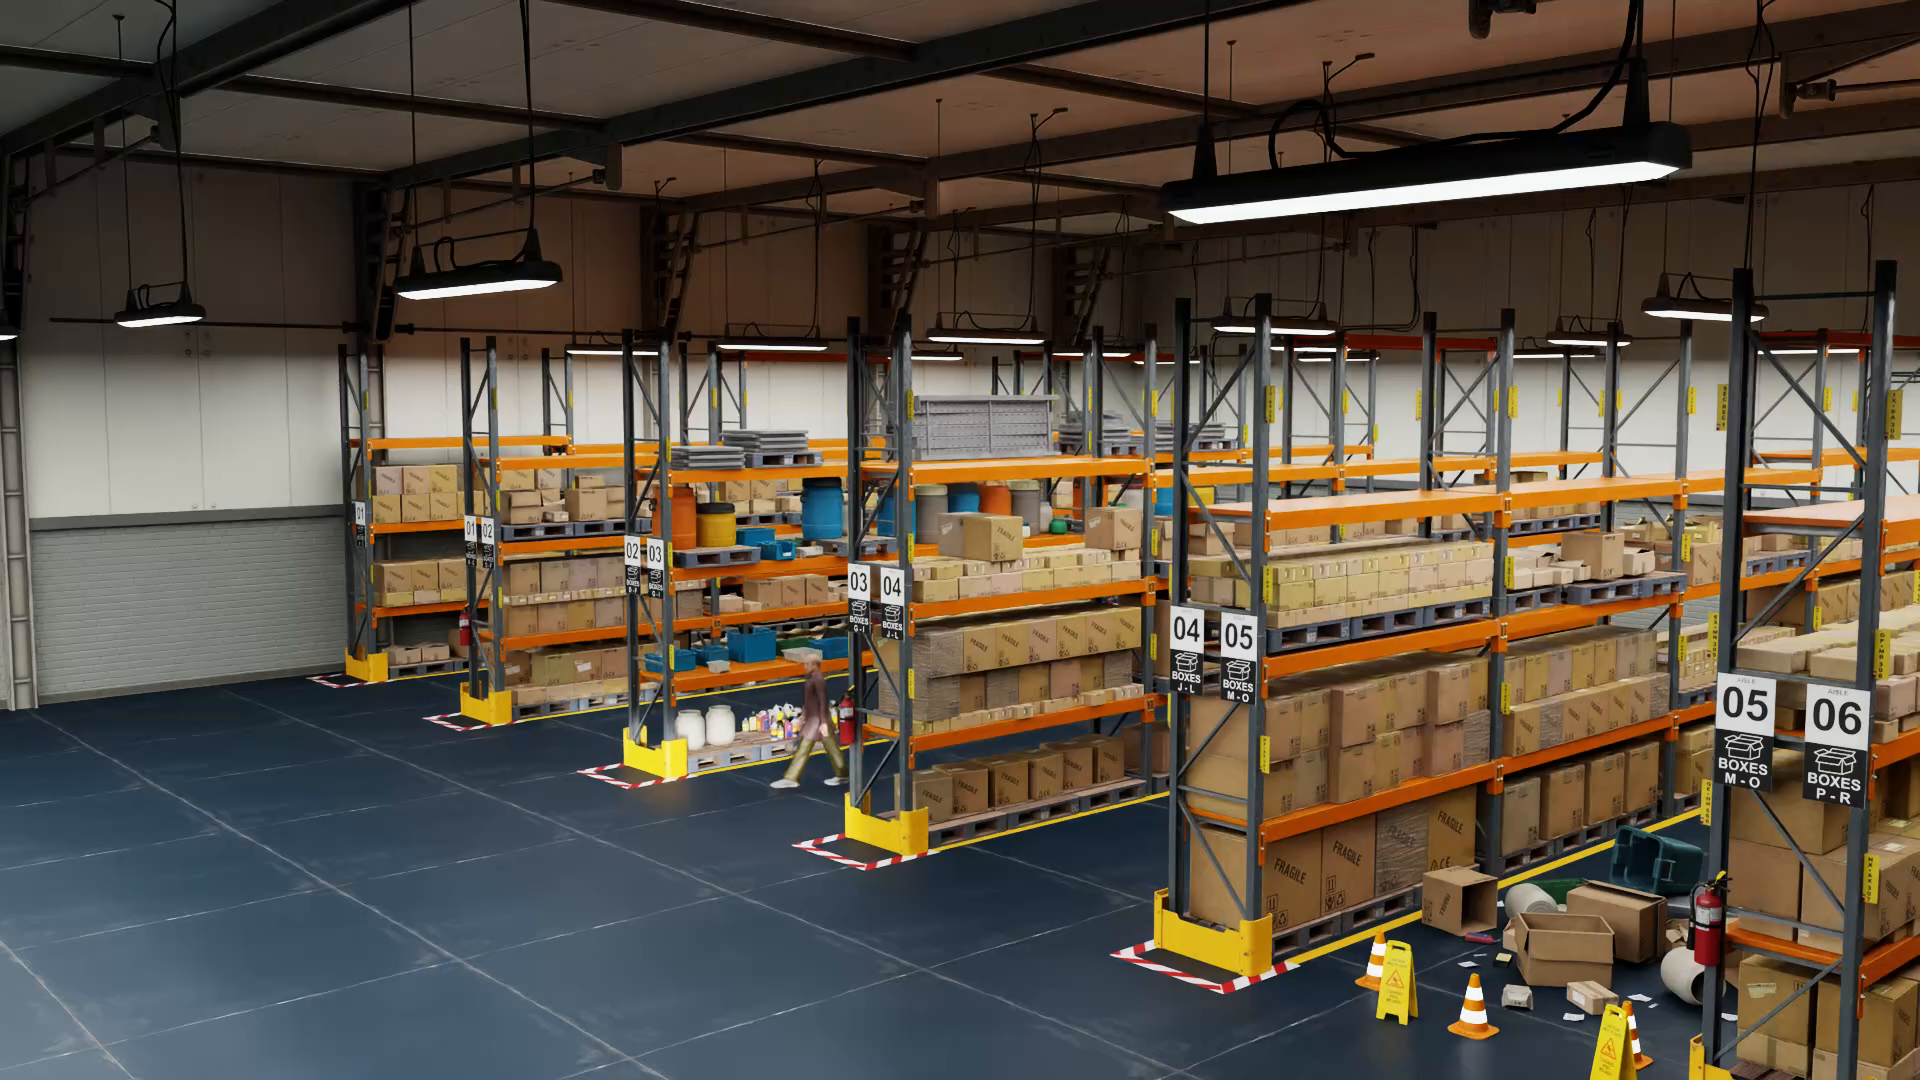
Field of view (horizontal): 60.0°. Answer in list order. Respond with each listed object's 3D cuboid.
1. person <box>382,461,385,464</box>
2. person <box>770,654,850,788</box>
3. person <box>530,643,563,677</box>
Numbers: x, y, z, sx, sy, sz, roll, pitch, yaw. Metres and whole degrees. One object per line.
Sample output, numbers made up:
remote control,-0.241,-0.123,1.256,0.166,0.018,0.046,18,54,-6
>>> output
person,-0.837,0.506,30.354,15.934,3.880,11.396,-3,6,-33
person,-1.920,2.340,21.582,1.060,1.732,0.564,0,5,-2
person,-7.365,1.683,29.711,0.473,1.595,1.047,2,5,17
